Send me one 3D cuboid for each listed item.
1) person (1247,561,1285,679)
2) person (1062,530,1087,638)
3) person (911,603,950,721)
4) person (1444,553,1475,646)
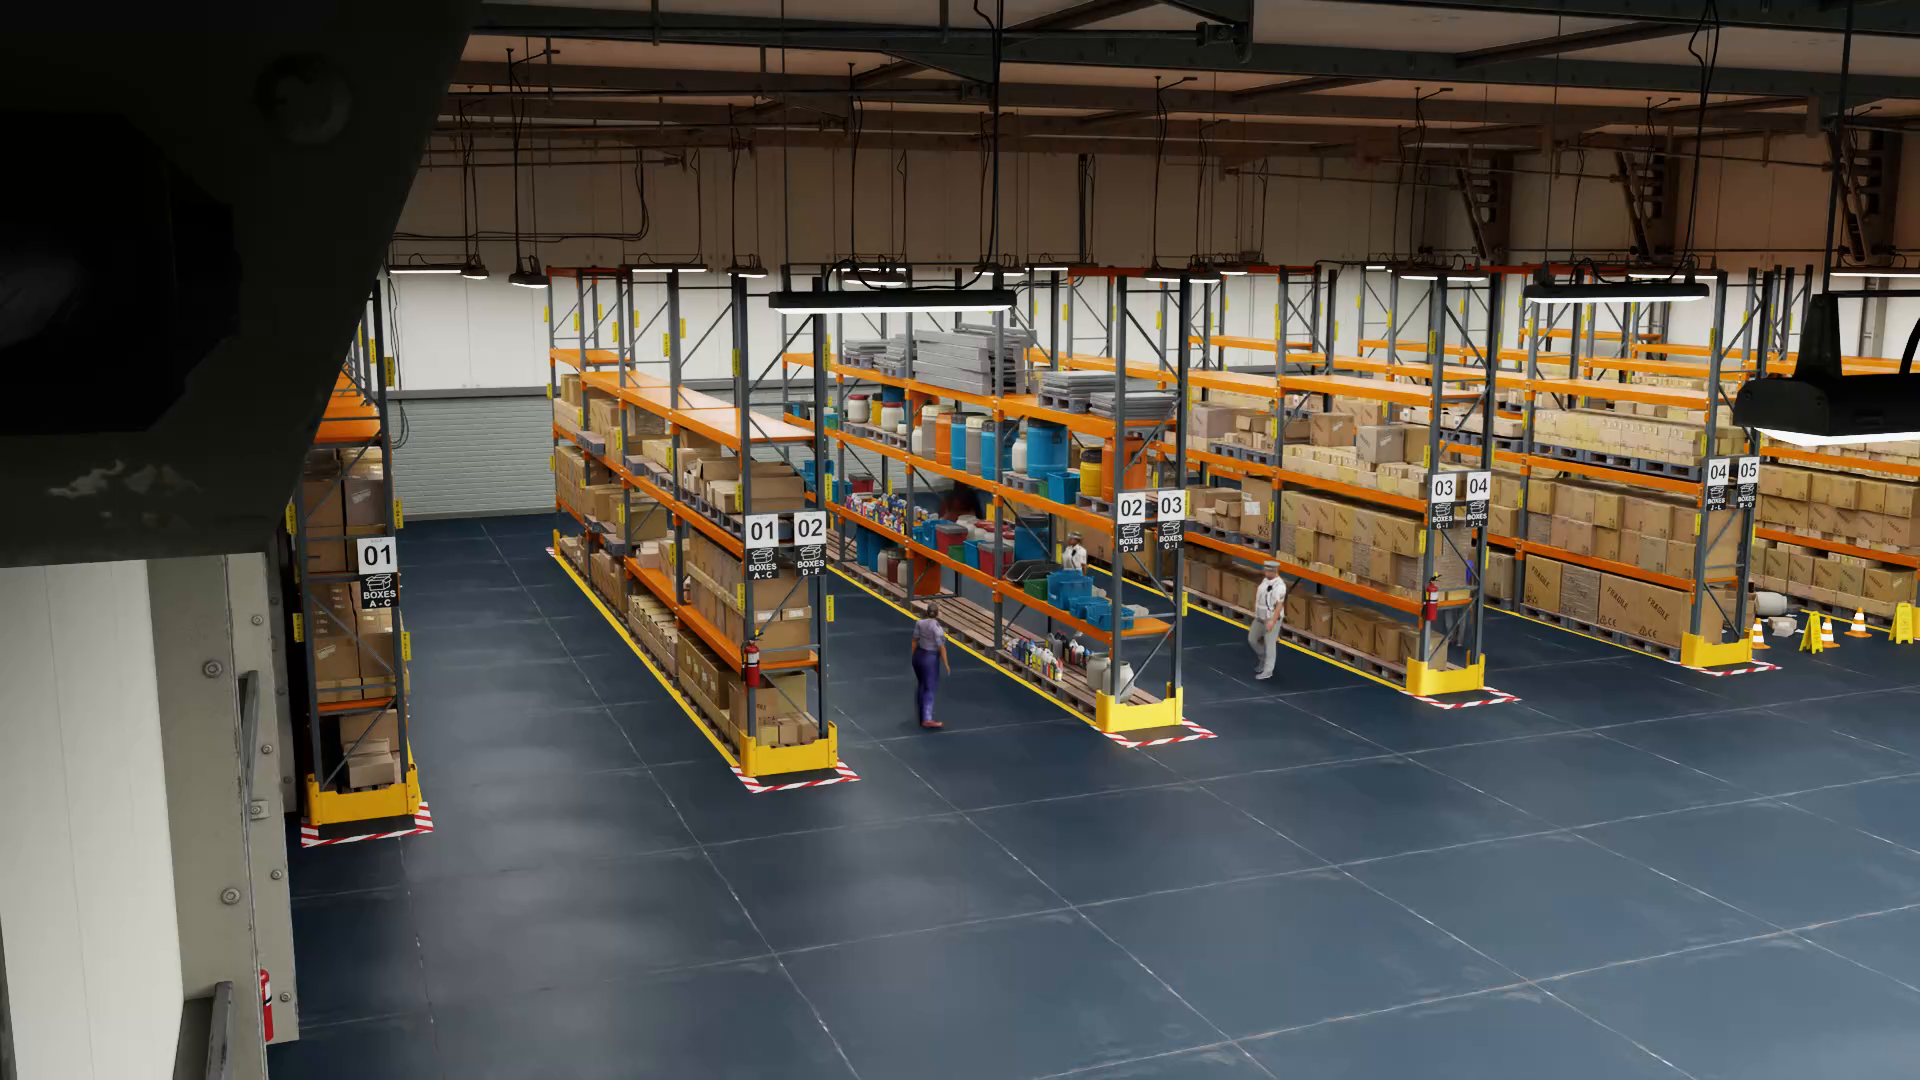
[{"bbox_3d":[4.577,1.192,24.850,0.529,1.775,0.607,-6,11,-29],"label":"person"},{"bbox_3d":[1.852,0.702,27.328,0.494,1.715,0.569,-8,13,-40],"label":"person"},{"bbox_3d":[-0.444,1.619,22.419,0.450,1.549,0.587,-7,12,-35],"label":"person"},{"bbox_3d":[8.046,0.892,26.781,0.427,1.693,0.463,2,10,12],"label":"person"}]
